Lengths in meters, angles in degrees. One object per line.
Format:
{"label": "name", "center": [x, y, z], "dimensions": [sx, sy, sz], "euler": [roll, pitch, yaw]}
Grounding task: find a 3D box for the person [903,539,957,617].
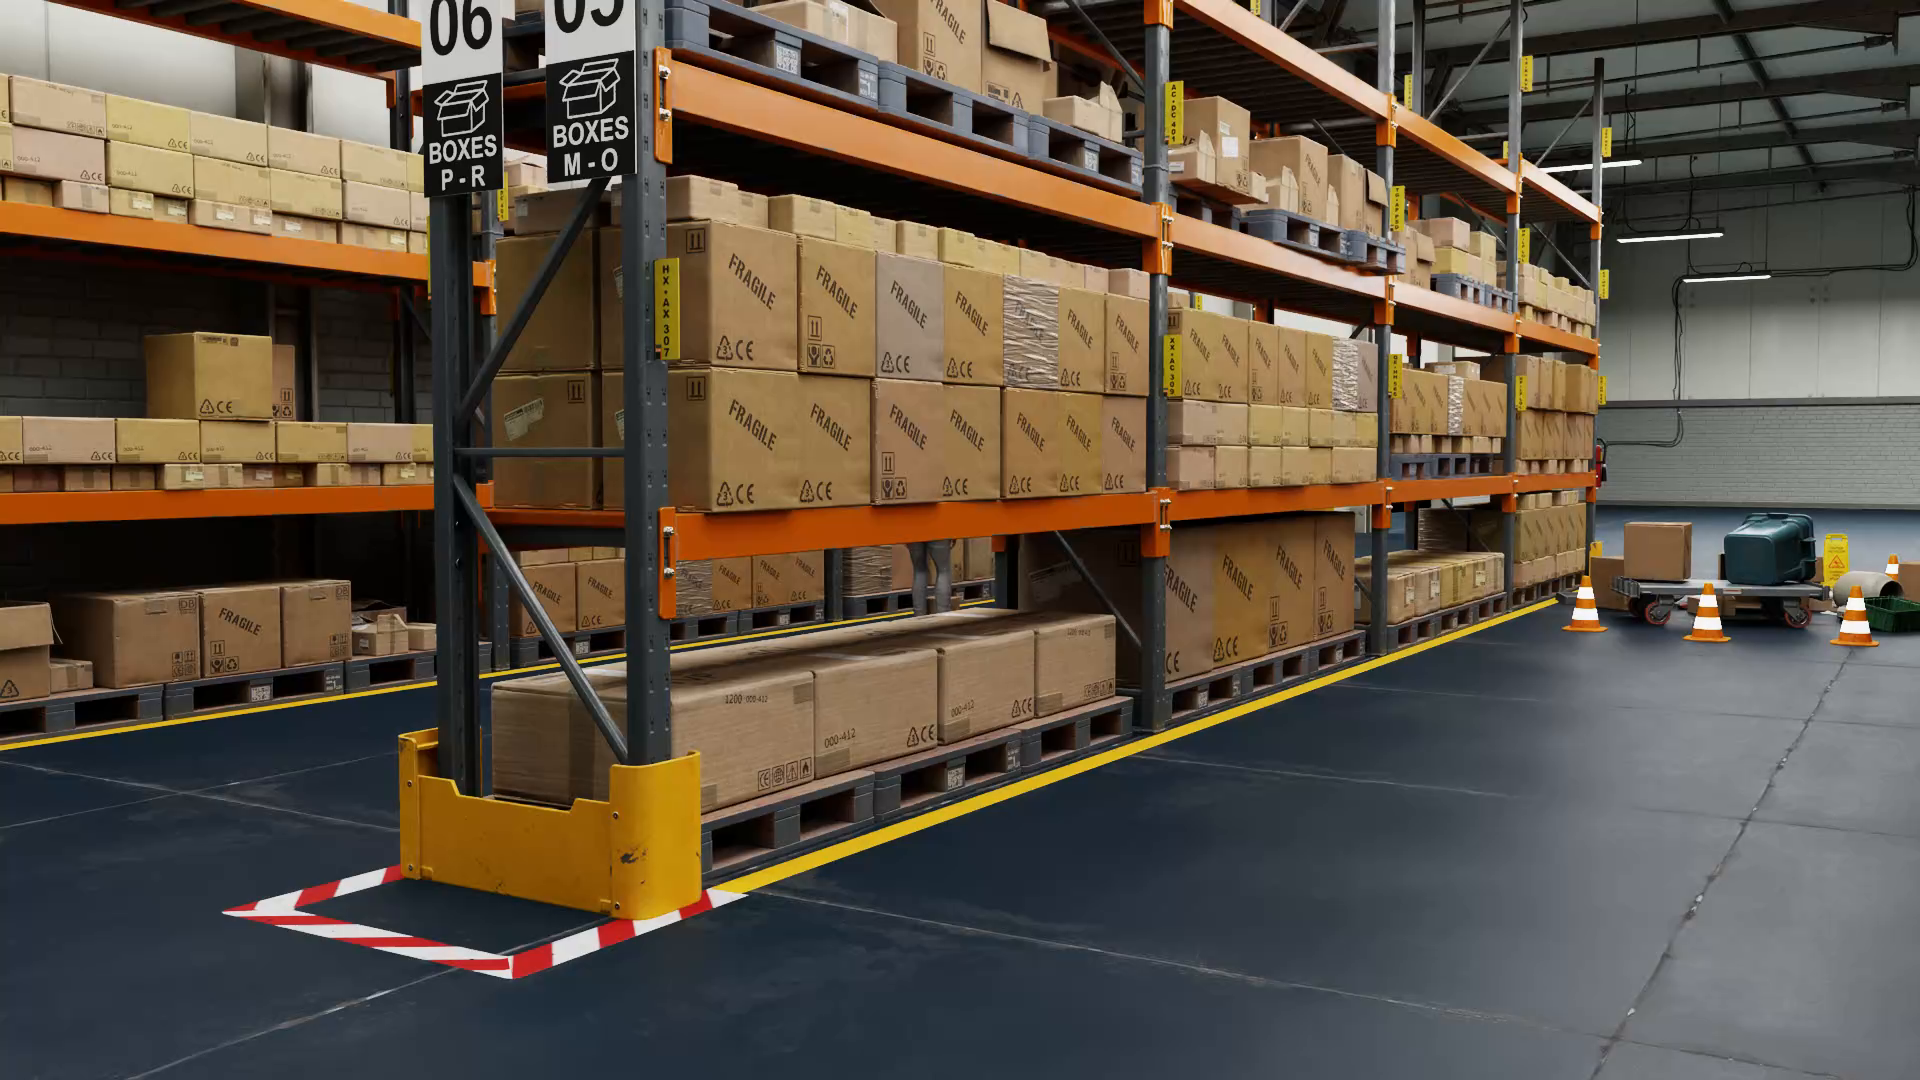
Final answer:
{"label": "person", "center": [-0.256, -0.066, 14.358], "dimensions": [0.532, 1.663, 0.423], "euler": [1, 3, 23]}
